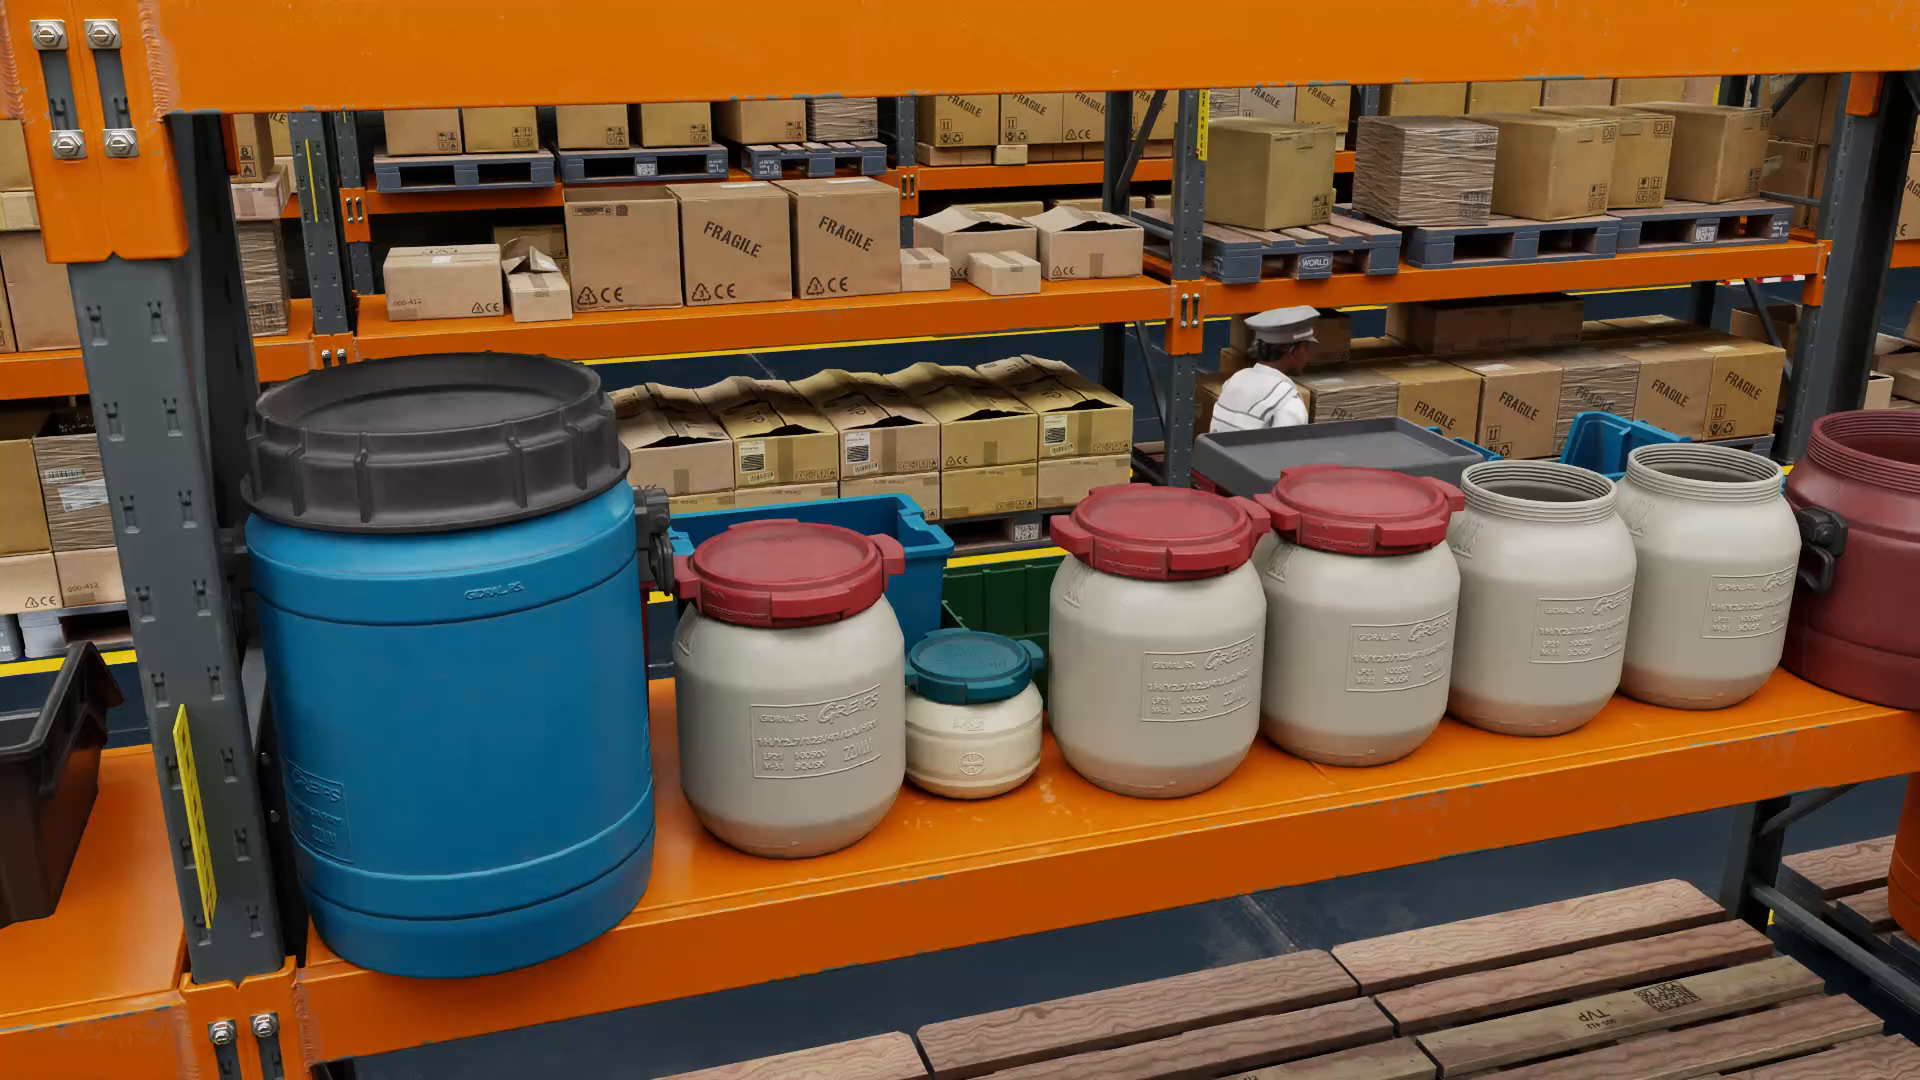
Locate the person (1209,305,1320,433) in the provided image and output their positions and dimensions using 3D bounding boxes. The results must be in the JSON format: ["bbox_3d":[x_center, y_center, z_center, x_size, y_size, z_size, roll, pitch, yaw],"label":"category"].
[{"bbox_3d":[1.109,-0.022,6.137,0.396,1.656,0.527,-8,21,-20],"label":"person"}]
